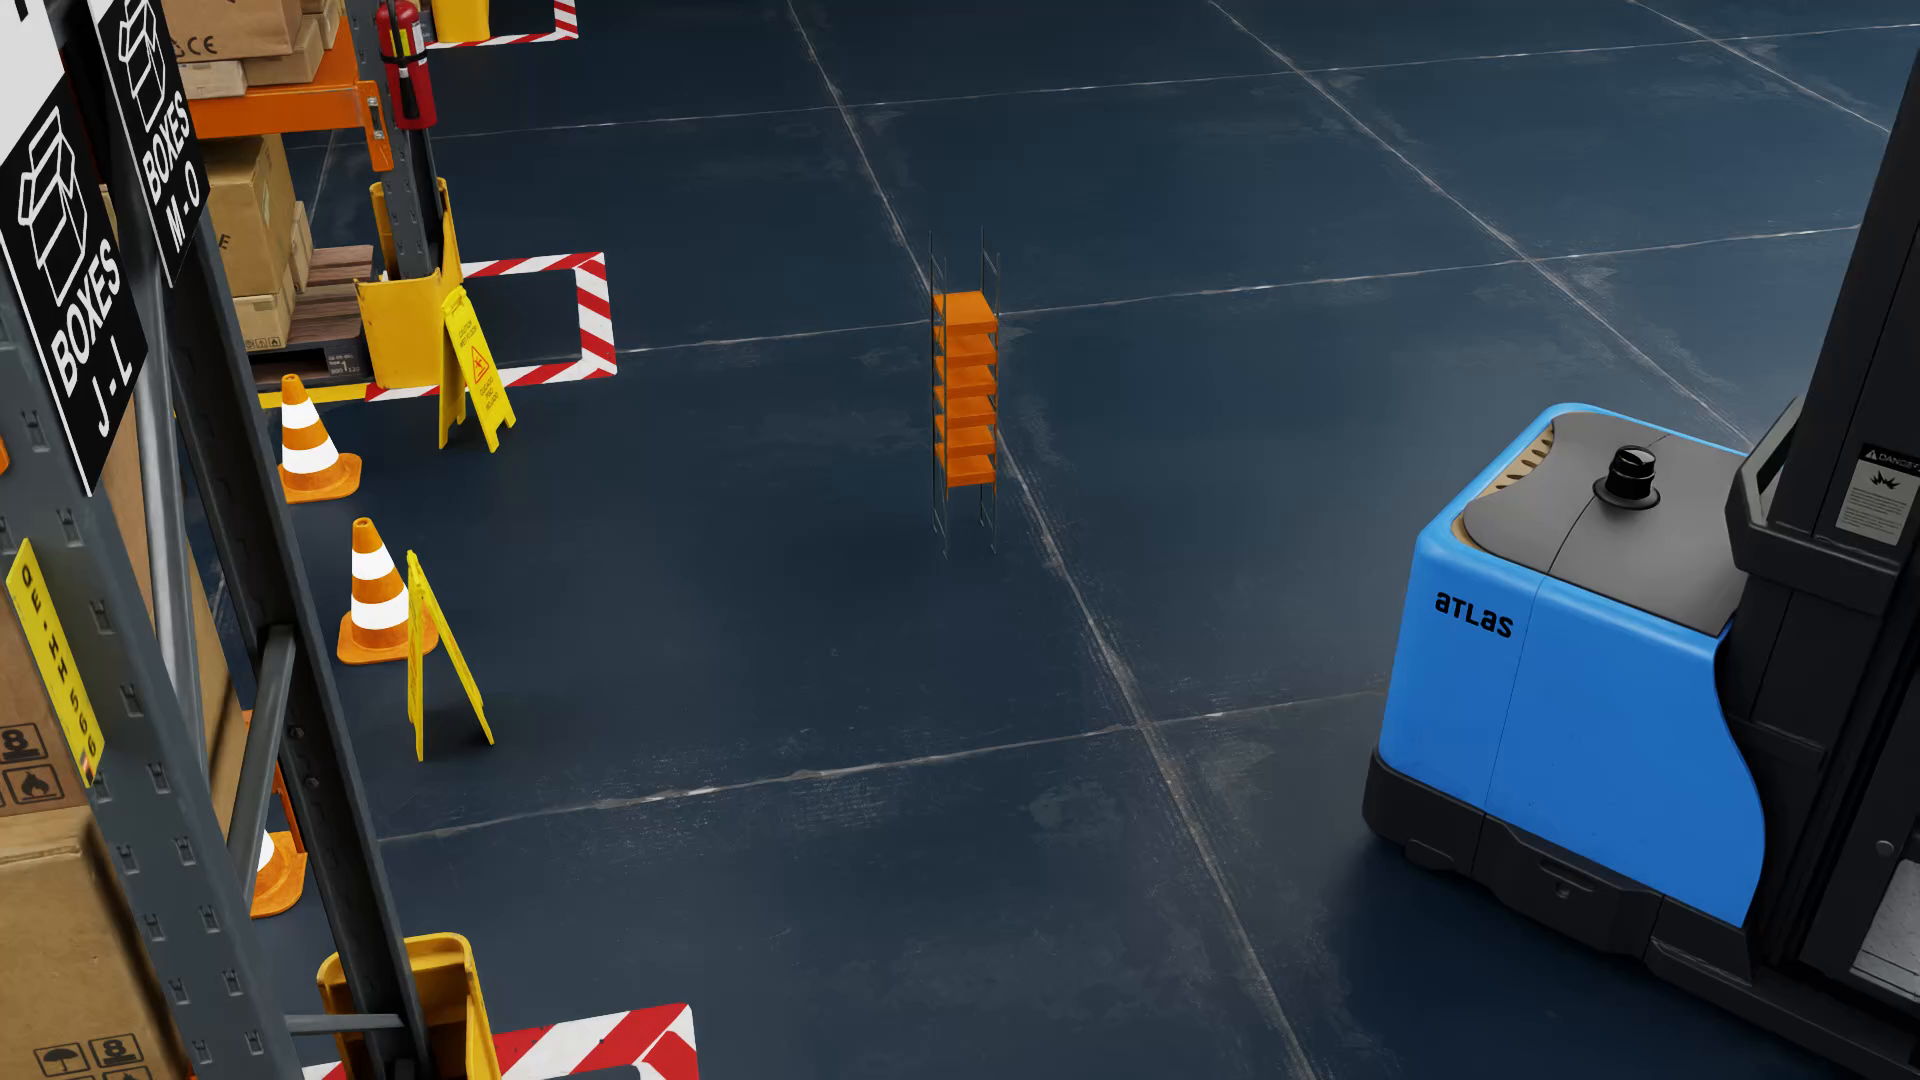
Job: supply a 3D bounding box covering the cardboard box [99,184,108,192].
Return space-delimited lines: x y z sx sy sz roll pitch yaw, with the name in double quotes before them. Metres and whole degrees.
"cardboard box" -3.487 -1.531 6.675 0.250 0.149 0.380 -6 34 -9

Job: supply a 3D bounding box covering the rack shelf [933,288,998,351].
"rack shelf" 0.014 -0.762 5.742 0.180 0.103 0.258 -7 35 -11

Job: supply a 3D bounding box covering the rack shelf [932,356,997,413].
"rack shelf" 0.014 -0.563 5.876 0.180 0.103 0.258 -7 35 -11

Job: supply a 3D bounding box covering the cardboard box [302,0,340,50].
"cardboard box" -2.797 -2.205 7.070 0.250 0.149 0.380 -7 35 -10

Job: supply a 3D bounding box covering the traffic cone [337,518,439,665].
"traffic cone" -1.979 0.130 5.641 0.334 0.463 0.336 -7 35 -11

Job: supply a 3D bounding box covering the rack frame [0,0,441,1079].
"rack frame" -1.229 0.441 2.901 0.053 2.616 0.949 -7 35 -11

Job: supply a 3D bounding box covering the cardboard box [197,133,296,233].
"cardboard box" -3.291 -1.631 7.406 0.500 0.500 0.500 -8 35 -12

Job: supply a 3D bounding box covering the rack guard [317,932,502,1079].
"rack guard" -1.206 1.474 3.605 0.348 0.500 1.175 -7 35 -11

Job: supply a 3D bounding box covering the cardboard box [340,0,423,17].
"cardboard box" -3.908 -3.739 11.221 0.500 0.250 0.500 -7 34 -10

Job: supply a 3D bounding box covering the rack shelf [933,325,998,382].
"rack shelf" 0.014 -0.662 5.809 0.180 0.103 0.258 -7 35 -11

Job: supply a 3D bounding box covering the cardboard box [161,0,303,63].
"cardboard box" -2.889 -2.188 6.461 0.500 0.500 0.500 -8 35 -11

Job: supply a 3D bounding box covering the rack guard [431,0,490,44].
"rack guard" -3.496 -3.901 11.615 0.348 0.500 1.175 -7 35 -11

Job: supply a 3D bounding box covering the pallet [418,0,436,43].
"pallet" -4.256 -3.662 11.517 1.213 0.211 1.003 -7 35 -11

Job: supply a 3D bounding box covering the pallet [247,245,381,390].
"pallet" -3.295 -0.991 7.538 1.213 0.211 1.003 -7 35 -11

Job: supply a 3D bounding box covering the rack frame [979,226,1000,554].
"rack frame" 0.103 -0.511 5.935 0.006 1.200 0.240 -7 35 -11

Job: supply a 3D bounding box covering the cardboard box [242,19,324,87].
"cardboard box" -2.738 -1.973 6.723 0.250 0.149 0.380 -6 34 -9

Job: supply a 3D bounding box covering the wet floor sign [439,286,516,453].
"wet floor sign" -1.999 -0.703 6.719 0.232 0.644 0.267 4 34 6

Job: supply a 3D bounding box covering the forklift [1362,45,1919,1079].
"forklift" 2.656 -0.036 3.674 3.031 2.935 1.130 24 41 31

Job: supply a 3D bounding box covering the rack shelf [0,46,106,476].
"rack shelf" -3.181 -0.262 1.902 4.000 0.370 1.077 -7 35 -11

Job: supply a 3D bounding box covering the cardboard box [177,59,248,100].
"cardboard box" -2.961 -1.881 6.587 0.250 0.149 0.380 -8 35 -11

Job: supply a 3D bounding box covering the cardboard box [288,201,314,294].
"cardboard box" -3.268 -1.323 7.620 0.500 0.250 0.500 -7 35 -11

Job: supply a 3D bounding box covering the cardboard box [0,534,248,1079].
"cardboard box" -1.582 0.447 2.758 0.550 0.550 0.875 -7 35 -11

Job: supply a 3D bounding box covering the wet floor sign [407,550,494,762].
"wet floor sign" -1.638 0.337 5.169 0.232 0.644 0.267 -13 36 -19

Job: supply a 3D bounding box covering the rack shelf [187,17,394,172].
"rack shelf" -4.371 -1.694 6.729 4.000 0.370 1.077 -7 35 -11

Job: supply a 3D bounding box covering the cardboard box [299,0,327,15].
"cardboard box" -2.944 -2.497 6.922 0.500 0.500 0.500 -8 35 -11

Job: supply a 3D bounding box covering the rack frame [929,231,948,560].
"rack frame" -0.075 -0.489 5.902 0.006 1.200 0.240 -7 35 -11

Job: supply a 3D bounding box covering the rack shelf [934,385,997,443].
"rack shelf" 0.014 -0.463 5.943 0.180 0.103 0.258 -7 35 -11

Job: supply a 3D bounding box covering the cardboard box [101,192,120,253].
"cardboard box" -3.653 -1.277 6.879 0.500 0.500 0.500 -6 34 -9

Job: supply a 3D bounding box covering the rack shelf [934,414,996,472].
"rack shelf" 0.014 -0.363 6.010 0.180 0.103 0.258 -7 35 -11

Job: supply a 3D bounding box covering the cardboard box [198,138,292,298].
"cardboard box" -3.144 -1.343 6.977 0.500 0.500 0.500 -7 34 -10

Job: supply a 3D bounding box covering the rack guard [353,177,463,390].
"rack guard" -2.495 -1.192 7.577 0.348 0.500 1.175 -7 35 -11

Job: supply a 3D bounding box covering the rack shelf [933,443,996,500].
"rack shelf" 0.014 -0.264 6.077 0.180 0.103 0.258 -7 35 -11

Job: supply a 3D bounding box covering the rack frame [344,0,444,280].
"rack frame" -2.420 -2.239 6.895 0.127 3.000 1.000 -7 35 -11

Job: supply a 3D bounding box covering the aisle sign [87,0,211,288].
"aisle sign" -1.227 -0.812 2.436 0.004 0.787 0.394 -7 35 -11

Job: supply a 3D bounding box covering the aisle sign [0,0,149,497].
"aisle sign" -1.094 -0.486 1.950 0.004 0.787 0.394 -7 35 -11

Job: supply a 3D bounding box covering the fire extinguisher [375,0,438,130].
"fire extinguisher" -2.207 -1.971 6.564 0.183 0.674 0.296 -7 35 -11

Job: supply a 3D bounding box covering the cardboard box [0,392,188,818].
"cardboard box" -1.600 -0.047 2.525 0.550 0.550 0.875 -7 35 -11

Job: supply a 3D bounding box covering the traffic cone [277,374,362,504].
"traffic cone" -2.555 -0.432 6.478 0.334 0.463 0.336 -7 35 -11

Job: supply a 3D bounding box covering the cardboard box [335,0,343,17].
"cardboard box" -4.395 -3.684 11.138 0.500 0.250 0.500 -7 35 -11

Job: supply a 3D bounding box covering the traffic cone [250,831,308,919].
"traffic cone" -2.061 0.786 4.664 0.334 0.463 0.336 -7 35 -11

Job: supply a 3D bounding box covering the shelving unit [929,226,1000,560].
"shelving unit" 0.014 -0.500 5.918 0.189 1.200 0.258 -7 35 -11

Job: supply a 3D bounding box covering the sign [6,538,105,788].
"sign" -1.124 0.156 2.073 0.005 0.325 0.100 -7 35 -11

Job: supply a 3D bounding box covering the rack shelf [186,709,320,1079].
"rack shelf" -3.181 0.983 2.738 4.000 0.370 1.077 -7 35 -11

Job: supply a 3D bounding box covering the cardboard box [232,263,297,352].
"cardboard box" -3.173 -1.023 7.173 0.500 0.250 0.500 -7 35 -11
